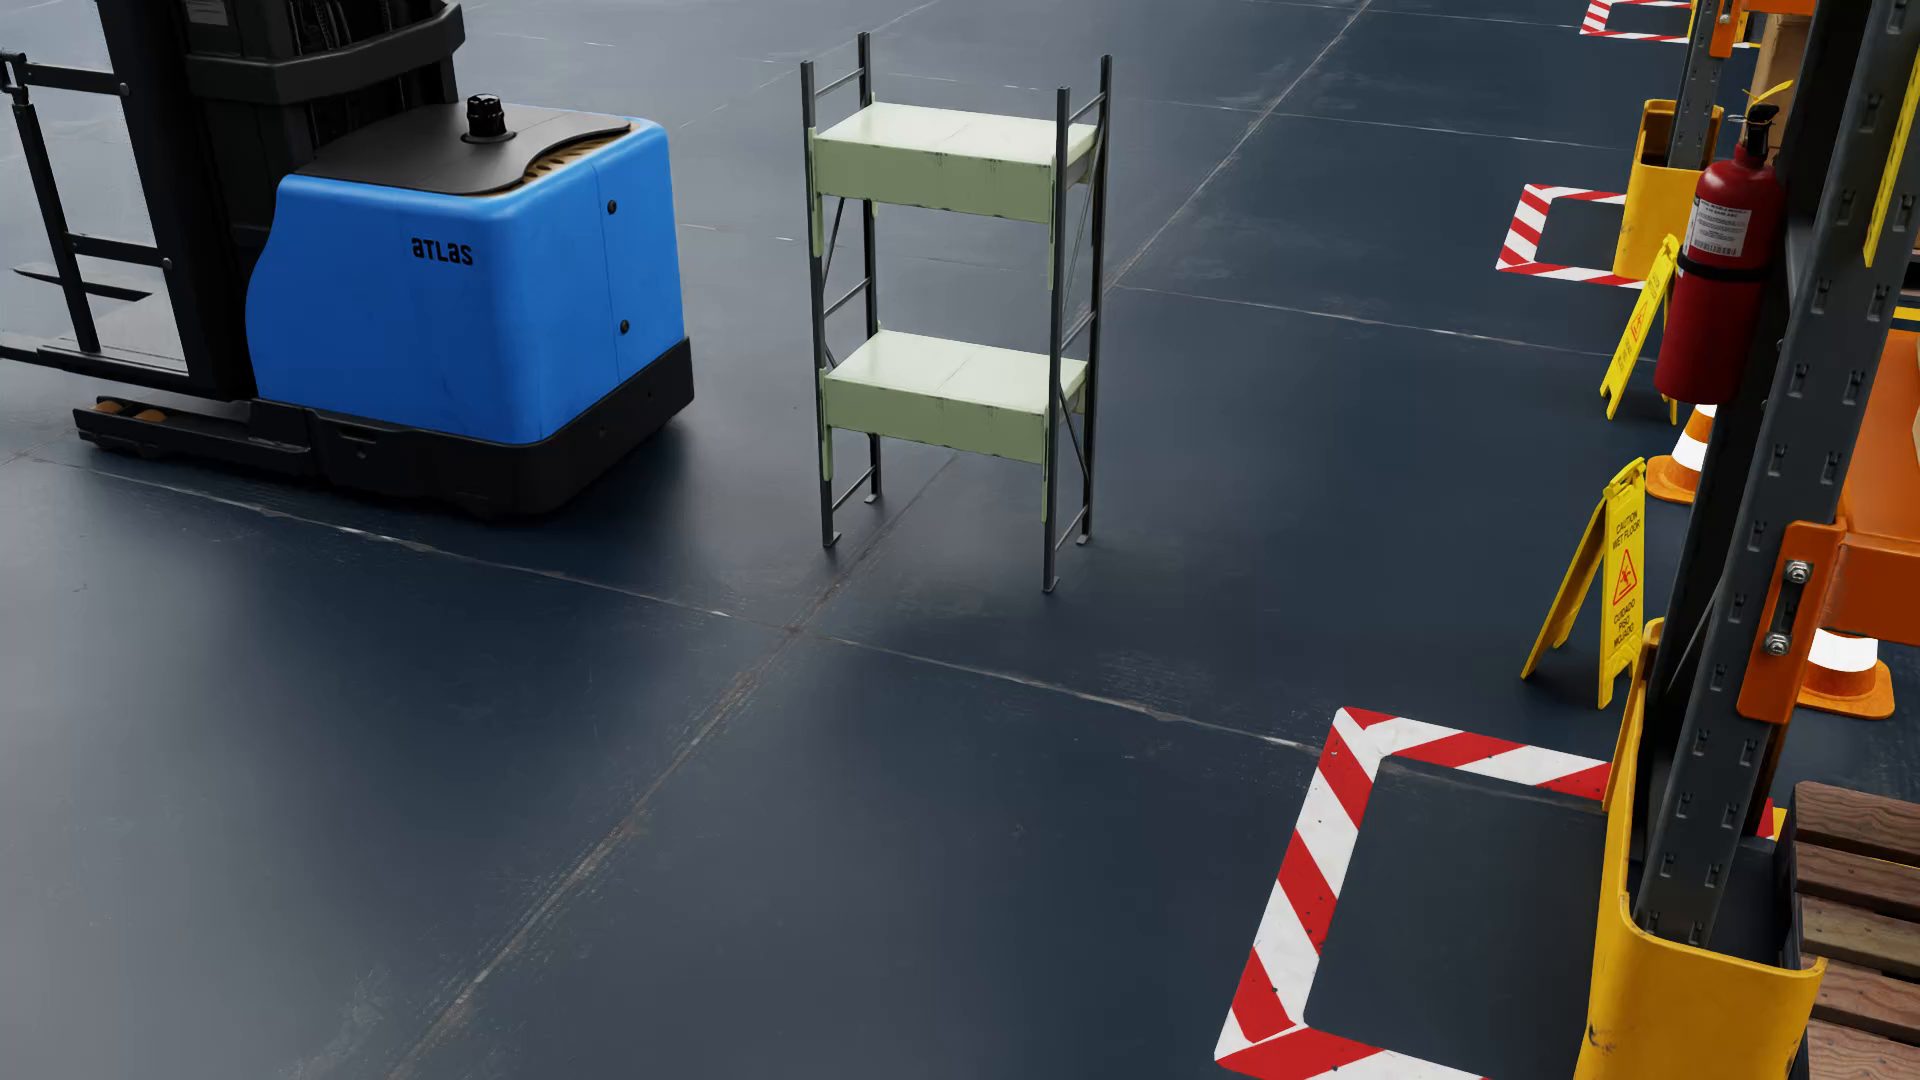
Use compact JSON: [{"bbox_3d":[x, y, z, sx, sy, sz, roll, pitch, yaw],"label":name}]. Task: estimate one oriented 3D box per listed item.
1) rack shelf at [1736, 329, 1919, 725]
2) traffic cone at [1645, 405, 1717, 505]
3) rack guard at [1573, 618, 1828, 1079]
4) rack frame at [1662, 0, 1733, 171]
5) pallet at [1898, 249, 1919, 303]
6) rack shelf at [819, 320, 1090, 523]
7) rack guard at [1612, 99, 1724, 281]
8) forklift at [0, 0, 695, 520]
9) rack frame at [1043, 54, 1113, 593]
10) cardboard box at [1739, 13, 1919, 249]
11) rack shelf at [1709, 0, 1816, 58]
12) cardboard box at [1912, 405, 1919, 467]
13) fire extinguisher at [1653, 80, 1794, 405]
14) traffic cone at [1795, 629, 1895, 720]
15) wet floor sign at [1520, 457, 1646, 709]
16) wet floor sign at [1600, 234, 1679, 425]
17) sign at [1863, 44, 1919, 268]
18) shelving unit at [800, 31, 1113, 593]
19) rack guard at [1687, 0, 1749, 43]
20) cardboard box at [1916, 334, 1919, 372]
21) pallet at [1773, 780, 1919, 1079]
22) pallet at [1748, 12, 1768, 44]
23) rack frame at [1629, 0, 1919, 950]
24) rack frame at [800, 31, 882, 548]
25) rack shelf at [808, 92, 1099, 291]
[{"bbox_3d":[3.345,0.269,2.456,4.000,0.370,1.077,11,31,19],"label":"rack shelf"},{"bbox_3d":[2.477,-0.387,5.464,0.334,0.463,0.336,11,31,19],"label":"traffic cone"},{"bbox_3d":[1.562,0.688,3.524,0.348,0.500,1.175,11,31,19],"label":"rack guard"},{"bbox_3d":[3.259,-2.689,6.960,0.127,3.000,1.000,11,31,19],"label":"rack frame"},{"bbox_3d":[4.029,-1.363,7.447,1.213,0.211,1.003,11,31,19],"label":"pallet"},{"bbox_3d":[-0.006,-0.370,5.044,0.720,0.370,0.431,11,31,19],"label":"rack shelf"},{"bbox_3d":[3.237,-1.606,7.583,0.348,0.500,1.175,11,31,19],"label":"rack guard"},{"bbox_3d":[-2.531,-1.786,5.431,3.031,2.935,1.130,11,31,18],"label":"forklift"},{"bbox_3d":[0.333,-0.586,4.763,0.023,1.500,0.400,11,31,19],"label":"rack frame"},{"bbox_3d":[3.912,-1.852,7.211,0.875,0.875,0.875,11,31,19],"label":"cardboard box"},{"bbox_3d":[5.112,-2.006,6.482,4.000,0.370,1.077,11,31,19],"label":"rack shelf"},{"bbox_3d":[1.729,-0.147,2.717,0.250,0.149,0.380,11,31,19],"label":"cardboard box"},{"bbox_3d":[1.559,-0.611,3.362,0.183,0.674,0.296,11,31,19],"label":"fire extinguisher"},{"bbox_3d":[2.375,0.182,4.458,0.334,0.463,0.336,11,31,19],"label":"traffic cone"},{"bbox_3d":[1.718,0.088,4.438,0.232,0.644,0.267,24,37,36],"label":"wet floor sign"},{"bbox_3d":[2.488,-0.767,5.951,0.232,0.644,0.267,6,30,11],"label":"wet floor sign"},{"bbox_3d":[1.288,-0.543,2.283,0.005,0.325,0.100,11,31,19],"label":"sign"},{"bbox_3d":[-0.006,-0.654,4.883,0.755,1.500,0.431,11,31,19],"label":"shelving unit"},{"bbox_3d":[5.288,-3.830,11.518,0.348,0.500,1.175,11,31,19],"label":"rack guard"},{"bbox_3d":[1.919,-0.333,3.046,0.250,0.149,0.380,12,32,21],"label":"cardboard box"},{"bbox_3d":[2.302,0.981,3.300,1.213,0.211,1.003,11,31,19],"label":"pallet"},{"bbox_3d":[6.028,-3.538,11.295,1.213,0.211,1.003,11,31,19],"label":"pallet"},{"bbox_3d":[1.492,-0.414,2.934,0.127,3.000,1.000,11,31,19],"label":"rack frame"},{"bbox_3d":[-0.345,-0.722,5.003,0.023,1.500,0.400,11,31,19],"label":"rack frame"},{"bbox_3d":[-0.006,-0.994,4.691,0.720,0.370,0.431,11,31,19],"label":"rack shelf"}]
